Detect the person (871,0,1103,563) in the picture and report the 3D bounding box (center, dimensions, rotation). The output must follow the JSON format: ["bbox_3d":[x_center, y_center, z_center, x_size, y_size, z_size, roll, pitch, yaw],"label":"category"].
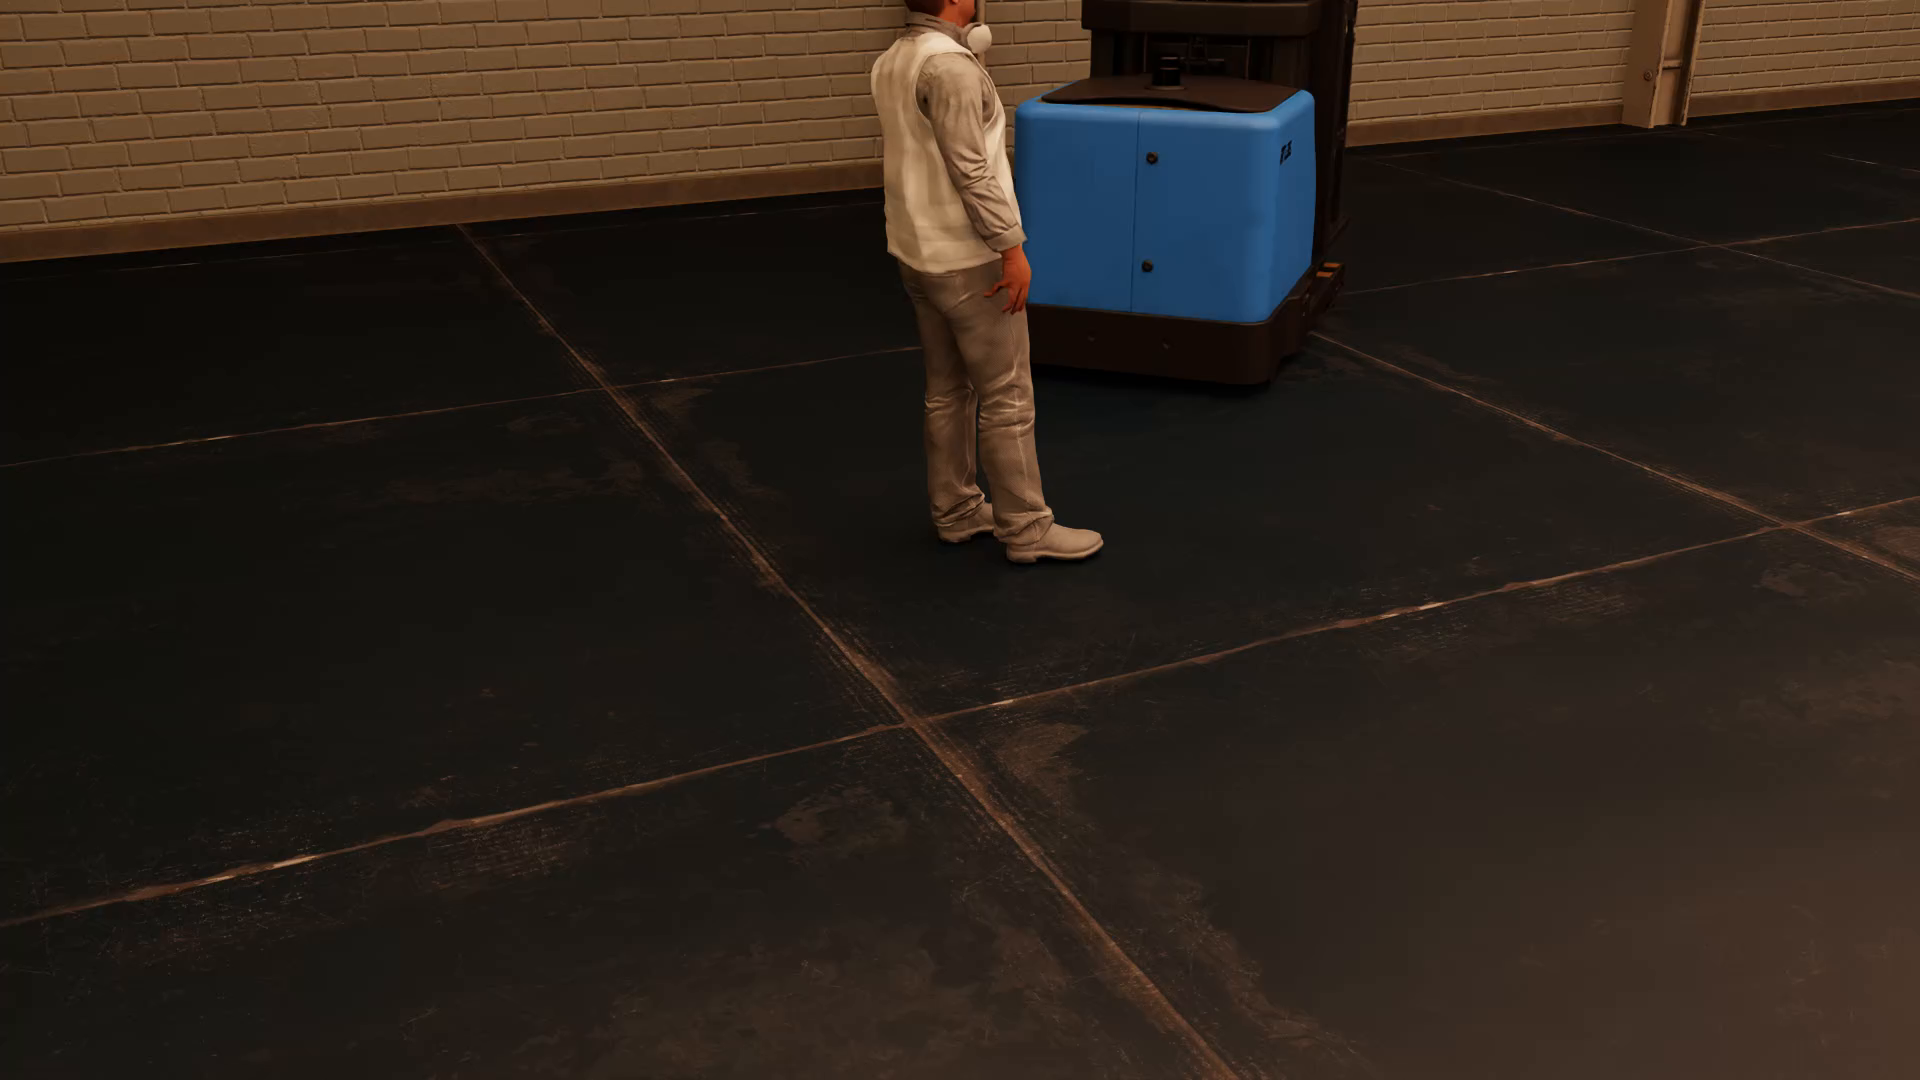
[{"bbox_3d":[0.060,-0.834,4.783,0.565,1.776,0.634,-10,25,-23],"label":"person"}]

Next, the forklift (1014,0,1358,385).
[{"bbox_3d":[1.188,-2.480,7.255,1.130,2.935,3.031,8,24,19],"label":"forklift"}]
